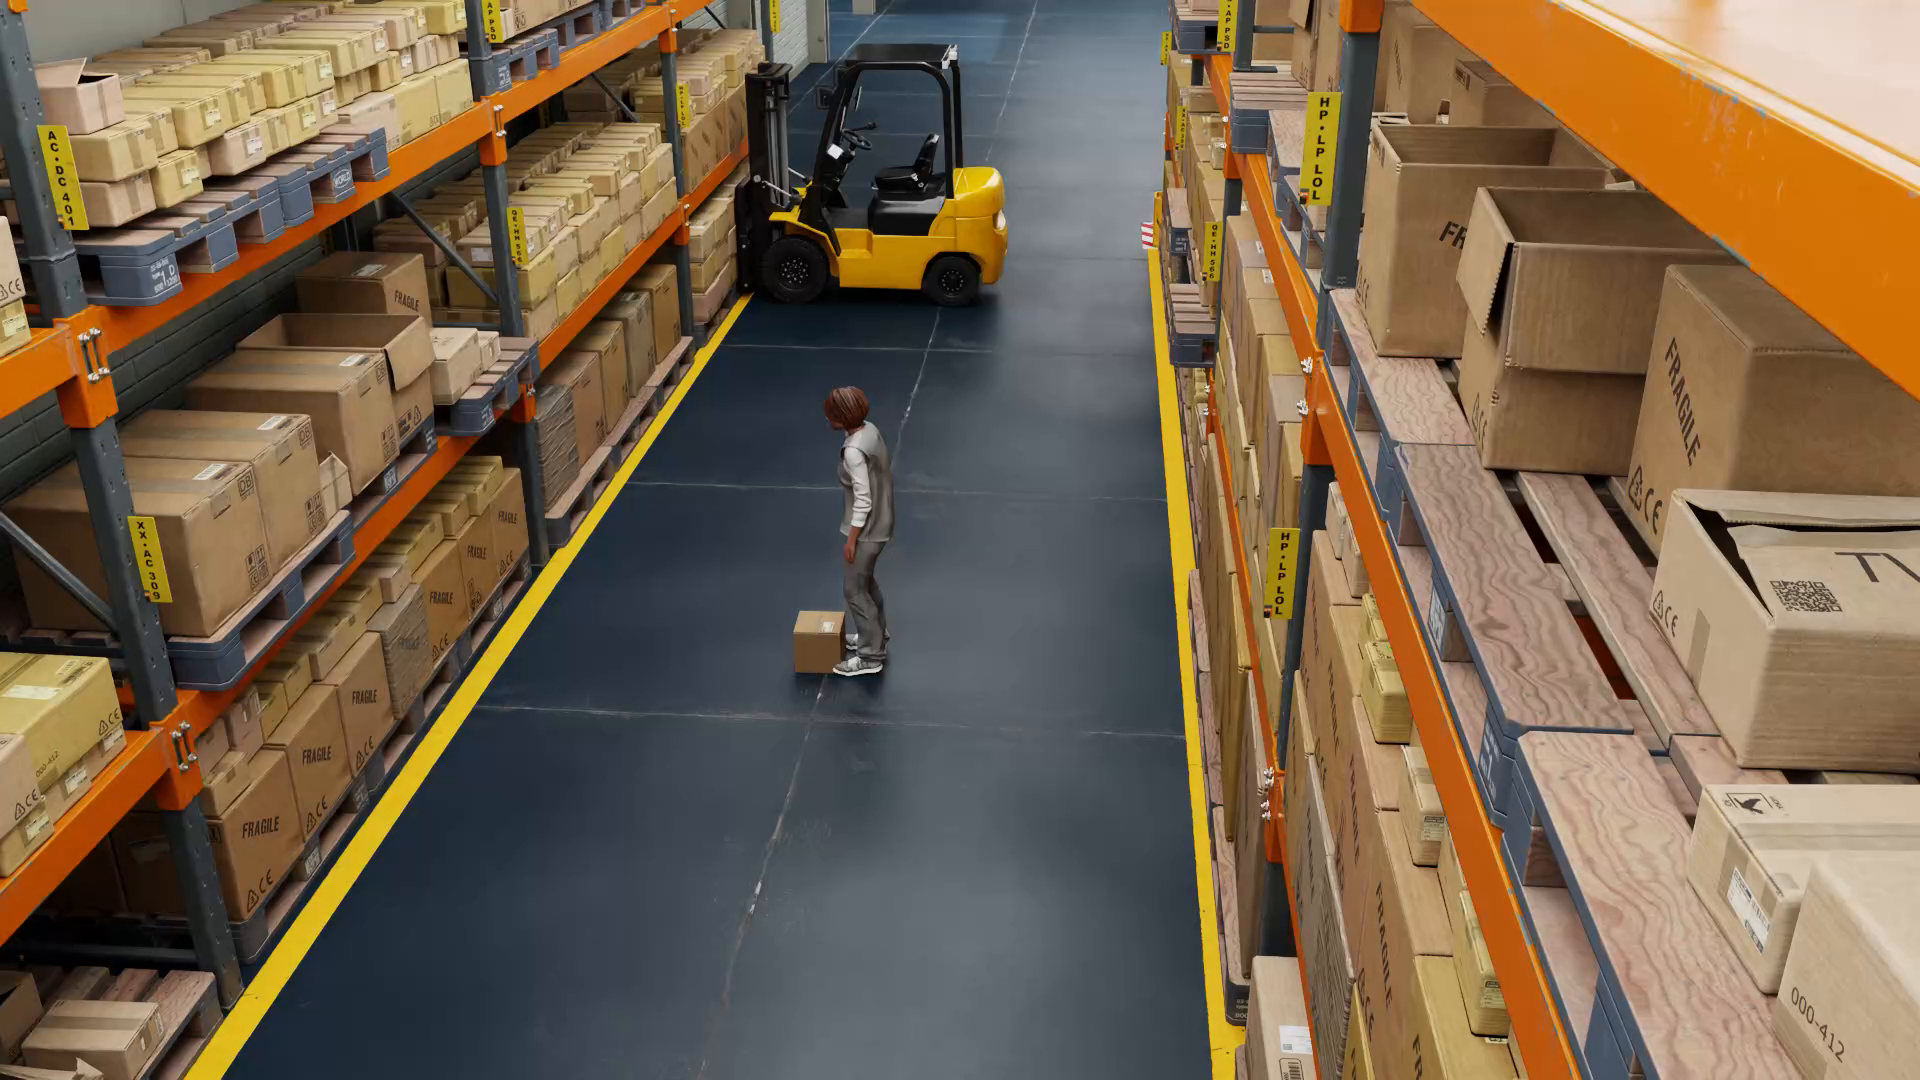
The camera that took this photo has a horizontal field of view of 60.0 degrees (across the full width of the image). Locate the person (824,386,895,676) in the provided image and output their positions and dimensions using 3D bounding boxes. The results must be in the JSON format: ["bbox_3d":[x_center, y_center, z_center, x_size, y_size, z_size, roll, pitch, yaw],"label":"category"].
[{"bbox_3d":[-0.513,-0.047,8.734,0.345,1.581,0.460,2,25,4],"label":"person"}]
